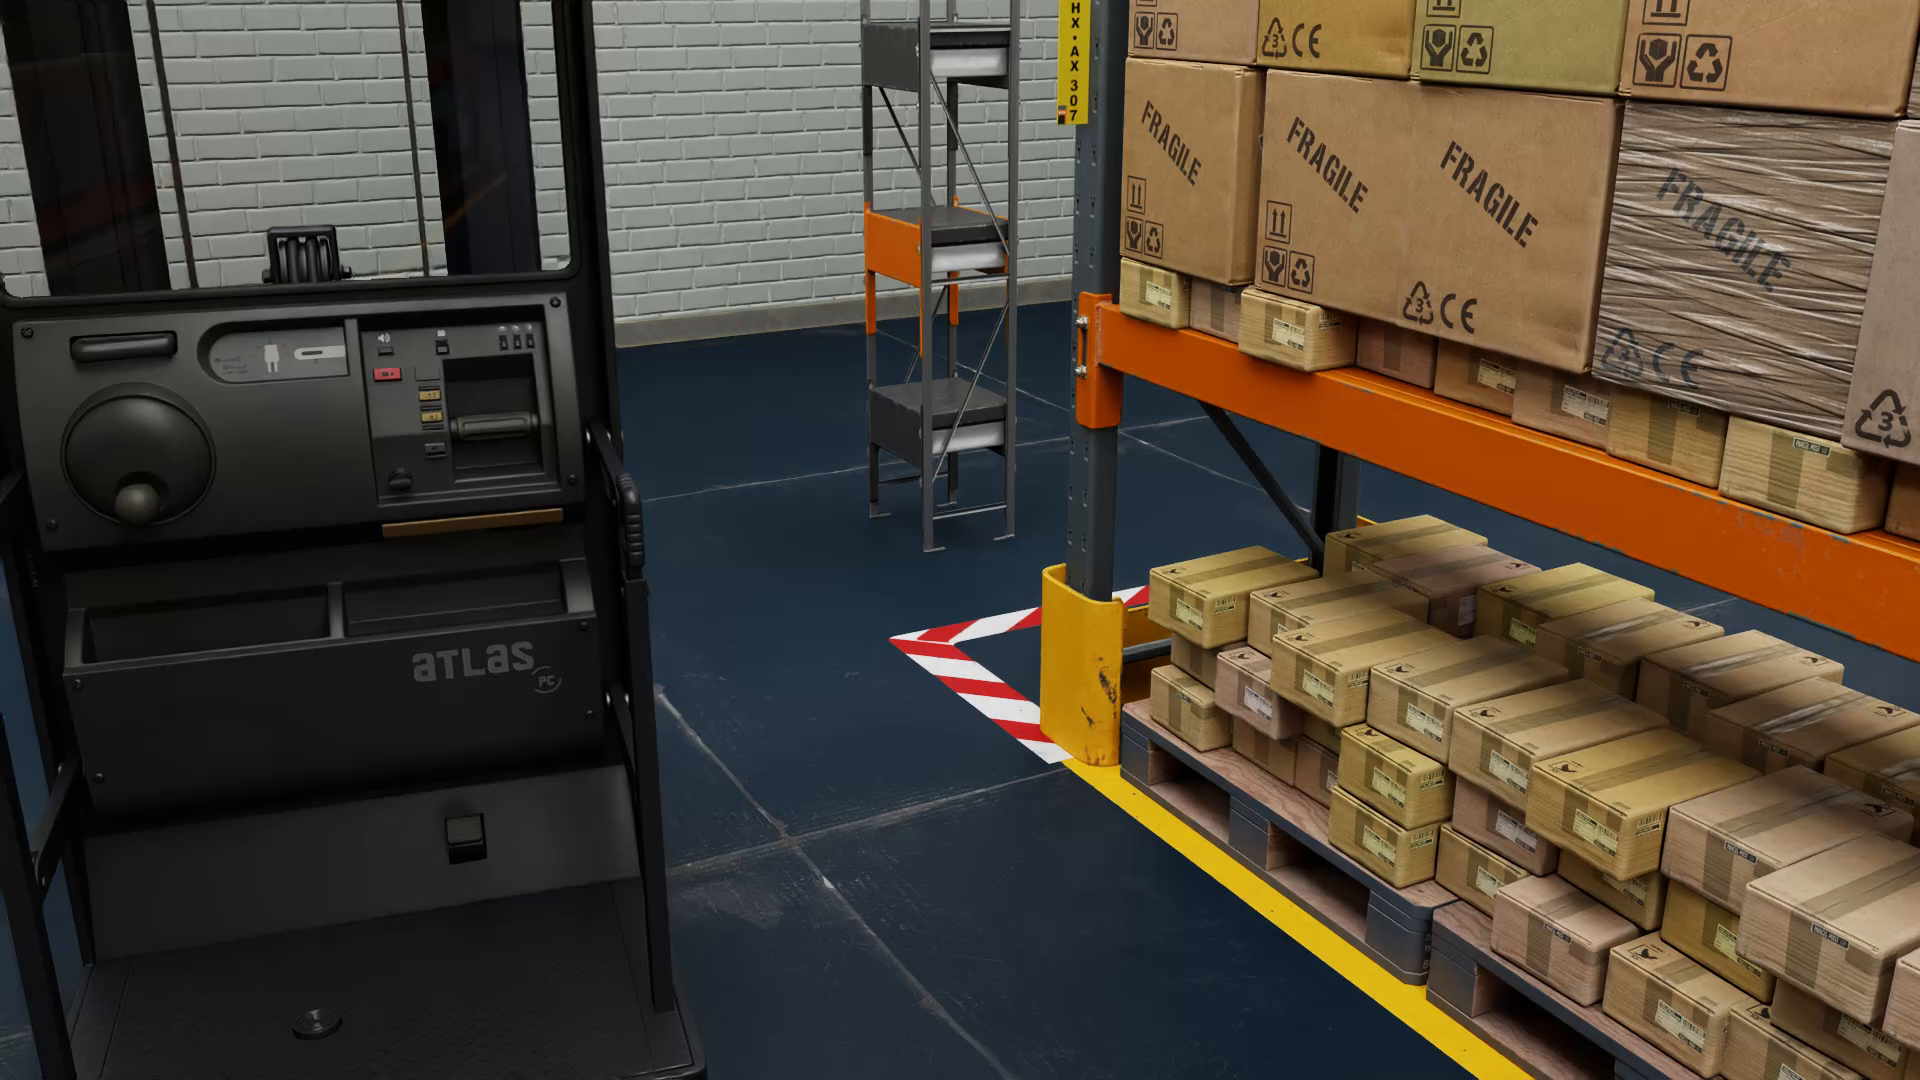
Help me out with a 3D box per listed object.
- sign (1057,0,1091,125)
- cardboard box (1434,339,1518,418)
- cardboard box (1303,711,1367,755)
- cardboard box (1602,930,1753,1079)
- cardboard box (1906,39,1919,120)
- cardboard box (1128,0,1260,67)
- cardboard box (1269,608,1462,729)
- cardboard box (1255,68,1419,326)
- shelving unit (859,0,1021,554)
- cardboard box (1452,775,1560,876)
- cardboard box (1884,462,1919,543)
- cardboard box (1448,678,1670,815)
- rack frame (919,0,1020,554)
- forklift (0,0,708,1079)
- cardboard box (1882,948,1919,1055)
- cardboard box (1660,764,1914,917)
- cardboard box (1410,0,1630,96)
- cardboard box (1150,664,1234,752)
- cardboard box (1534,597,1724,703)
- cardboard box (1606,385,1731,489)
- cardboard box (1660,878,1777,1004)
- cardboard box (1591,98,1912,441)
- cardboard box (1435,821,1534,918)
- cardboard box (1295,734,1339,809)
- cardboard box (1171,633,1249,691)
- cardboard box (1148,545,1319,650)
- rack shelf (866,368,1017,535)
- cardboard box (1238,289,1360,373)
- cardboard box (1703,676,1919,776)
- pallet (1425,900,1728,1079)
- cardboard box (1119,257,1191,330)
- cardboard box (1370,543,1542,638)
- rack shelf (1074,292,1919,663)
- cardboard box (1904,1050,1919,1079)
[{"bbox_3d":[0.299,-1.248,4.322,0.100,0.325,0.005,-10,21,-27],"label":"sign"},{"bbox_3d":[1.230,-0.373,3.500,0.380,0.149,0.250,-10,22,-27],"label":"cardboard box"},{"bbox_3d":[1.073,0.420,4.087,0.380,0.149,0.250,-10,21,-26],"label":"cardboard box"},{"bbox_3d":[1.489,0.868,3.243,0.380,0.149,0.250,-10,21,-27],"label":"cardboard box"},{"bbox_3d":[1.734,-0.825,2.281,0.500,0.500,0.500,-9,21,-25],"label":"cardboard box"},{"bbox_3d":[0.756,-1.413,3.987,0.500,0.500,0.500,-10,21,-27],"label":"cardboard box"},{"bbox_3d":[0.970,0.301,3.976,0.380,0.149,0.250,-10,21,-27],"label":"cardboard box"},{"bbox_3d":[1.023,-0.789,3.711,0.500,0.500,0.500,-10,21,-27],"label":"cardboard box"},{"bbox_3d":[-0.079,-1.040,6.427,0.431,2.100,0.503,-10,21,-27],"label":"shelving unit"},{"bbox_3d":[1.309,0.572,3.647,0.380,0.149,0.250,-11,22,-29],"label":"cardboard box"},{"bbox_3d":[1.711,-0.077,2.642,0.380,0.149,0.250,-10,22,-27],"label":"cardboard box"},{"bbox_3d":[1.284,0.440,3.572,0.380,0.149,0.250,-9,21,-25],"label":"cardboard box"},{"bbox_3d":[0.037,-0.970,6.224,0.400,2.100,0.015,-10,21,-27],"label":"rack frame"},{"bbox_3d":[-1.098,-0.225,2.789,1.130,2.935,3.031,-6,20,-17],"label":"forklift"},{"bbox_3d":[1.732,0.744,2.692,0.380,0.149,0.250,-11,22,-29],"label":"cardboard box"},{"bbox_3d":[1.572,0.580,3.166,0.380,0.149,0.250,-10,21,-27],"label":"cardboard box"},{"bbox_3d":[1.228,-1.117,3.127,0.500,0.500,0.500,-11,22,-28],"label":"cardboard box"},{"bbox_3d":[0.743,0.426,4.524,0.380,0.149,0.250,-10,21,-26],"label":"cardboard box"},{"bbox_3d":[1.621,0.278,4.043,0.380,0.149,0.250,-11,22,-29],"label":"cardboard box"},{"bbox_3d":[1.427,-0.220,3.057,0.380,0.149,0.250,-9,21,-25],"label":"cardboard box"},{"bbox_3d":[1.594,0.722,3.211,0.380,0.149,0.250,-9,21,-24],"label":"cardboard box"},{"bbox_3d":[1.492,-0.501,2.877,0.500,0.500,0.500,-11,22,-28],"label":"cardboard box"},{"bbox_3d":[1.293,0.708,3.709,0.380,0.149,0.250,-10,21,-27],"label":"cardboard box"},{"bbox_3d":[1.063,0.559,4.140,0.380,0.149,0.250,-10,21,-26],"label":"cardboard box"},{"bbox_3d":[0.799,0.276,4.504,0.380,0.149,0.250,-9,21,-24],"label":"cardboard box"},{"bbox_3d":[0.726,0.148,4.418,0.380,0.149,0.250,-11,22,-29],"label":"cardboard box"},{"bbox_3d":[-0.079,-0.365,6.659,0.431,0.518,0.480,-10,21,-27],"label":"rack shelf"},{"bbox_3d":[0.879,-0.508,3.891,0.380,0.149,0.250,-11,22,-28],"label":"cardboard box"},{"bbox_3d":[1.825,0.439,3.576,0.380,0.149,0.250,-11,22,-28],"label":"cardboard box"},{"bbox_3d":[1.742,1.006,3.394,1.003,0.211,1.213,-10,21,-27],"label":"pallet"},{"bbox_3d":[0.641,-0.660,4.332,0.380,0.149,0.250,-10,21,-27],"label":"cardboard box"},{"bbox_3d":[1.319,0.139,4.445,0.380,0.149,0.250,-10,21,-26],"label":"cardboard box"},{"bbox_3d":[1.726,-0.009,3.161,1.077,0.370,4.000,-10,21,-27],"label":"rack shelf"},{"bbox_3d":[1.793,0.885,2.737,0.380,0.149,0.250,-9,21,-25],"label":"cardboard box"}]
